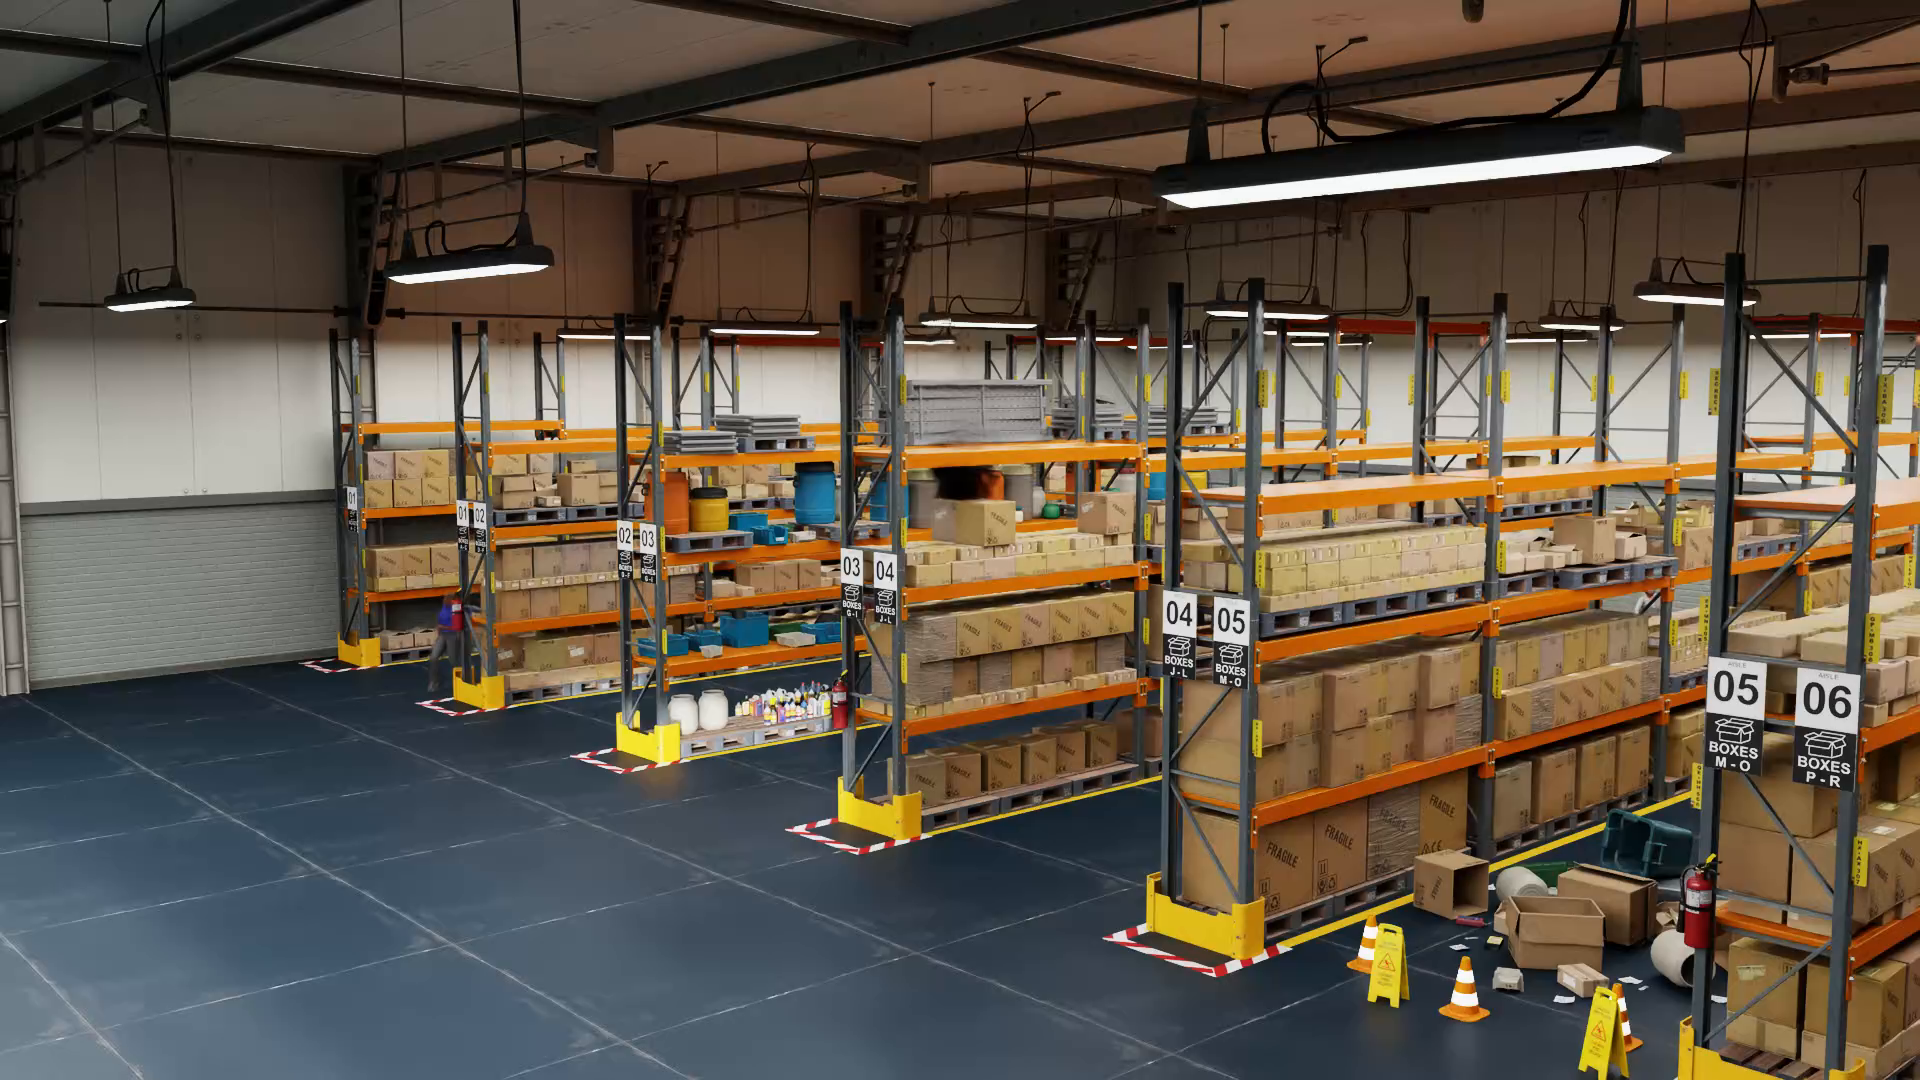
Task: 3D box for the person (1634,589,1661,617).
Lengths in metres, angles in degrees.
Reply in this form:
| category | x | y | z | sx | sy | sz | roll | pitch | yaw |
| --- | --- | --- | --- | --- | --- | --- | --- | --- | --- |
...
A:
| category | x | y | z | sx | sy | sz | roll | pitch | yaw |
| --- | --- | --- | --- | --- | --- | --- | --- | --- | --- |
| person | 12.015 | 1.532 | 28.942 | 0.579 | 1.624 | 0.800 | 1 | 6 | 8 |

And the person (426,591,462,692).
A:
| category | x | y | z | sx | sy | sz | roll | pitch | yaw |
| --- | --- | --- | --- | --- | --- | --- | --- | --- | --- |
| person | -8.366 | 1.670 | 27.368 | 0.578 | 1.702 | 0.771 | 3 | 6 | 29 |

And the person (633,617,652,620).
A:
| category | x | y | z | sx | sy | sz | roll | pitch | yaw |
| --- | --- | --- | --- | --- | --- | --- | --- | --- | --- |
| person | -5.705 | 1.325 | 30.037 | 0.799 | 1.763 | 0.691 | -5 | 8 | -42 |
